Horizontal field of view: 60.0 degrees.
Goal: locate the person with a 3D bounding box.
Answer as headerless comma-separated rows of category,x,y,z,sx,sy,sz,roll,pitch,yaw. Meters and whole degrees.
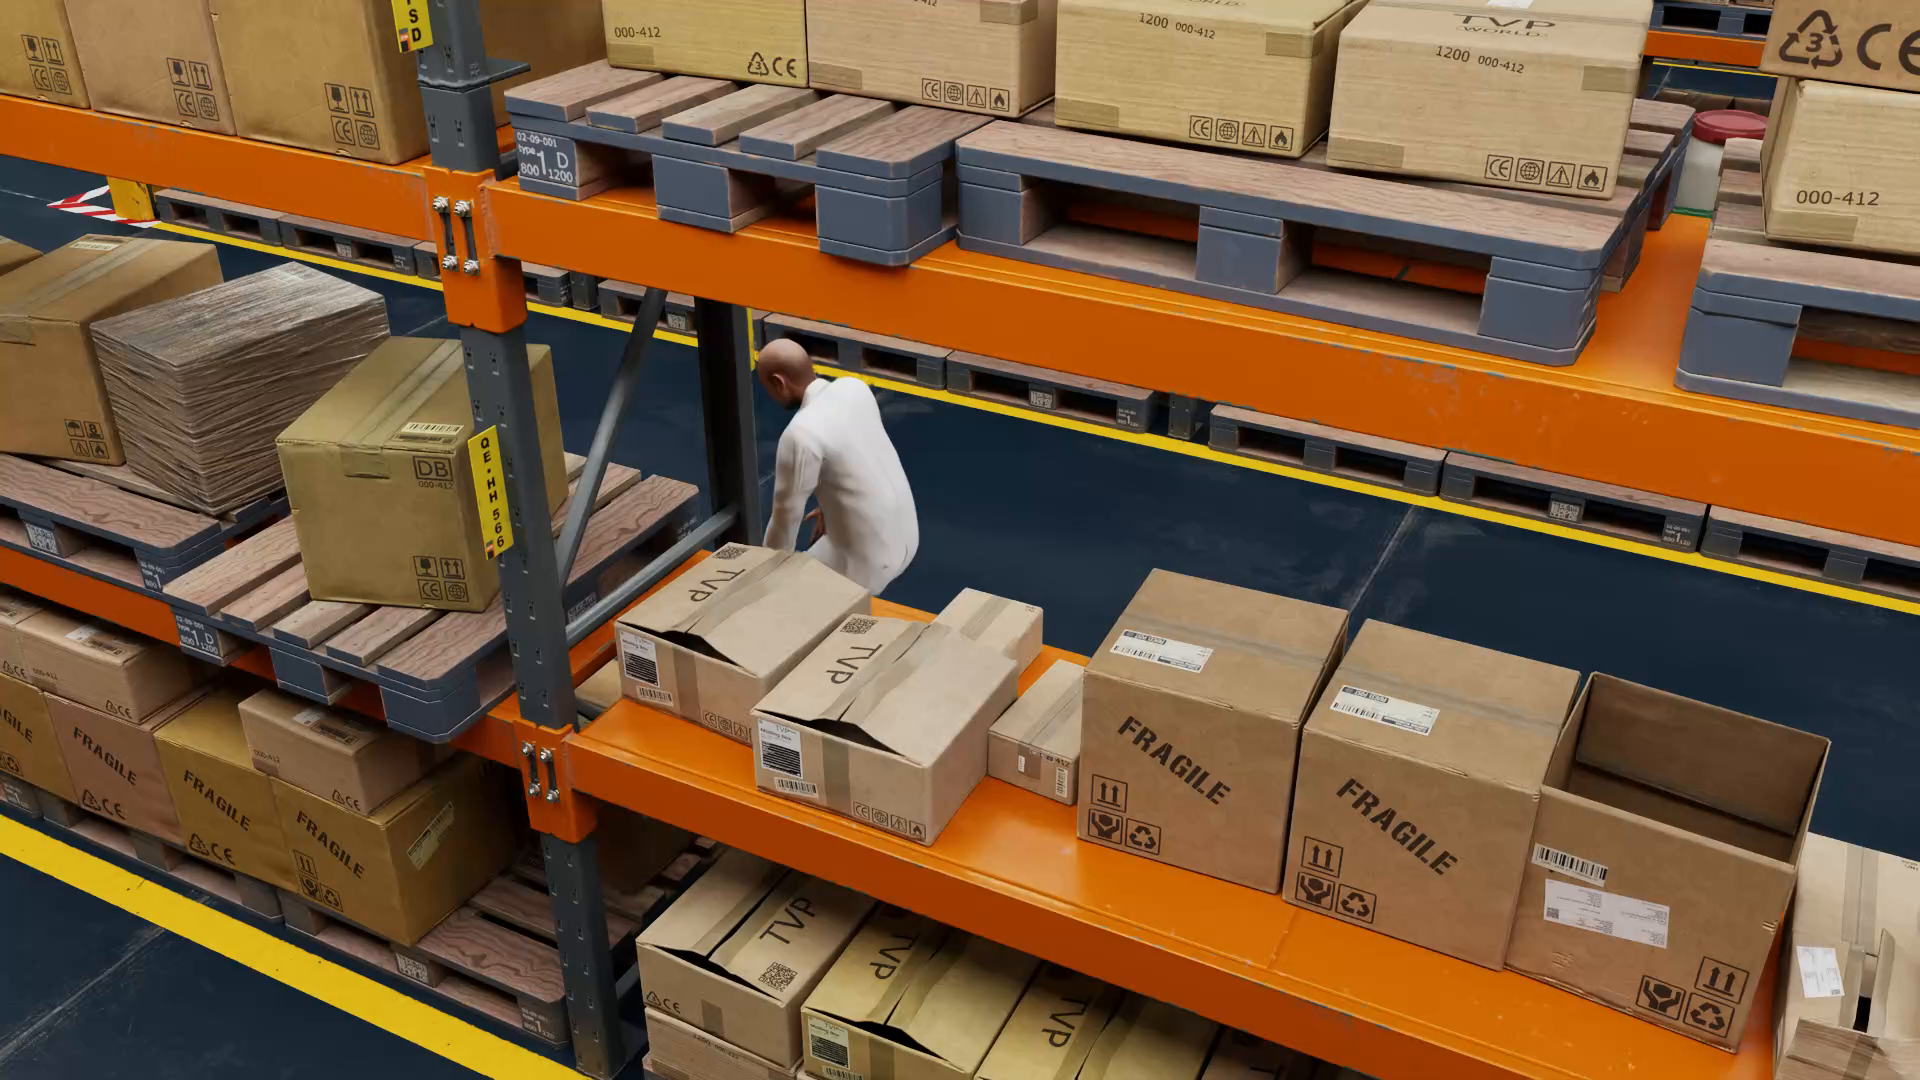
person,-0.469,0.005,6.334,0.588,1.588,0.623,15,33,24
